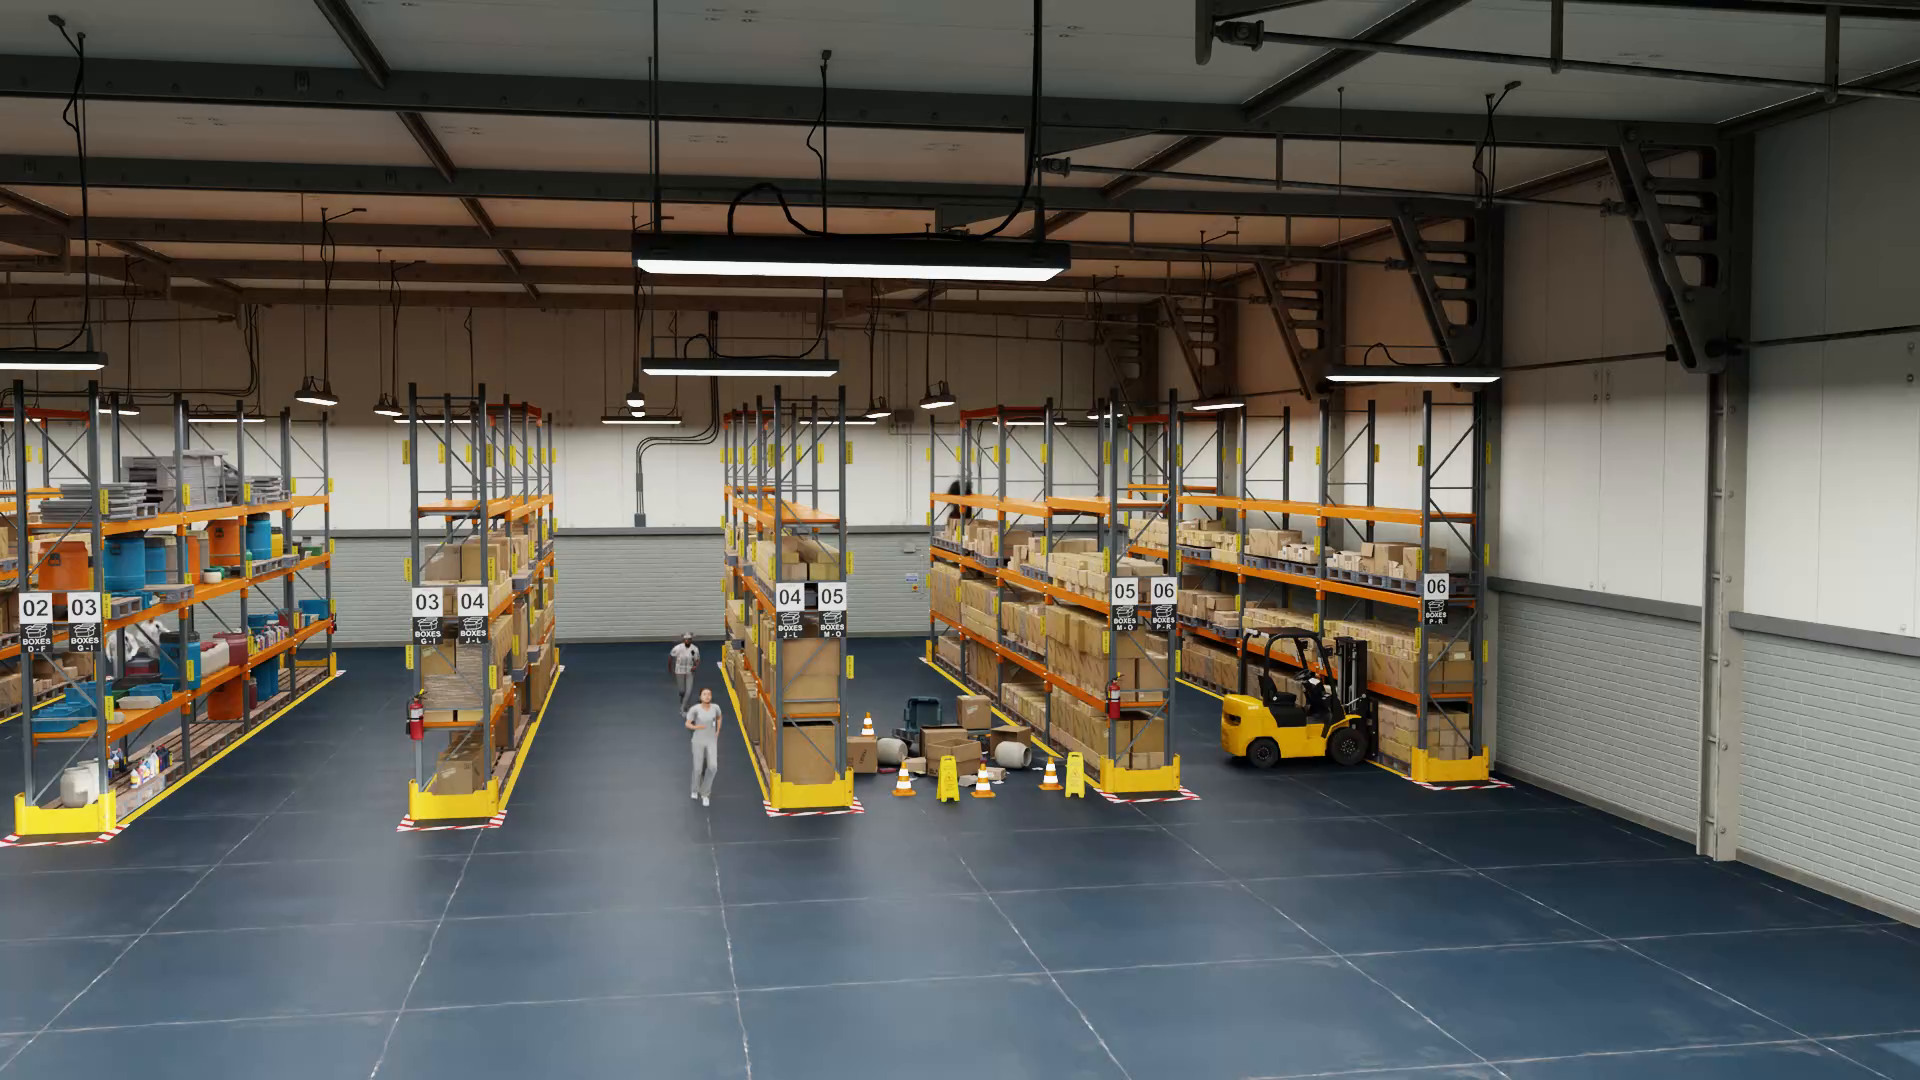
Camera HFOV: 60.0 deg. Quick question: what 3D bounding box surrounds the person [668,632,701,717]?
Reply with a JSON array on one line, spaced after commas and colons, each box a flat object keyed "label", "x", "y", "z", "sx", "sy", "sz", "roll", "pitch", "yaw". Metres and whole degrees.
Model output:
[{"label": "person", "x": -5.306, "y": 2.577, "z": 32.070, "sx": 0.611, "sy": 1.653, "sz": 0.655, "roll": -1, "pitch": 3, "yaw": -16}]

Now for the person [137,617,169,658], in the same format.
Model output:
[{"label": "person", "x": -17.779, "y": 2.337, "z": 36.656, "sx": 0.654, "sy": 1.649, "sz": 0.605, "roll": -2, "pitch": 3, "yaw": -29}]

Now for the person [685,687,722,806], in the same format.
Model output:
[{"label": "person", "x": -3.681, "y": 2.972, "z": 23.941, "sx": 0.577, "sy": 1.721, "sz": 0.681, "roll": -1, "pitch": 3, "yaw": -21}]

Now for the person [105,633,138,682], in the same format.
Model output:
[{"label": "person", "x": -17.178, "y": 2.454, "z": 34.052, "sx": 0.638, "sy": 1.670, "sz": 0.529, "roll": -1, "pitch": 3, "yaw": -17}]
